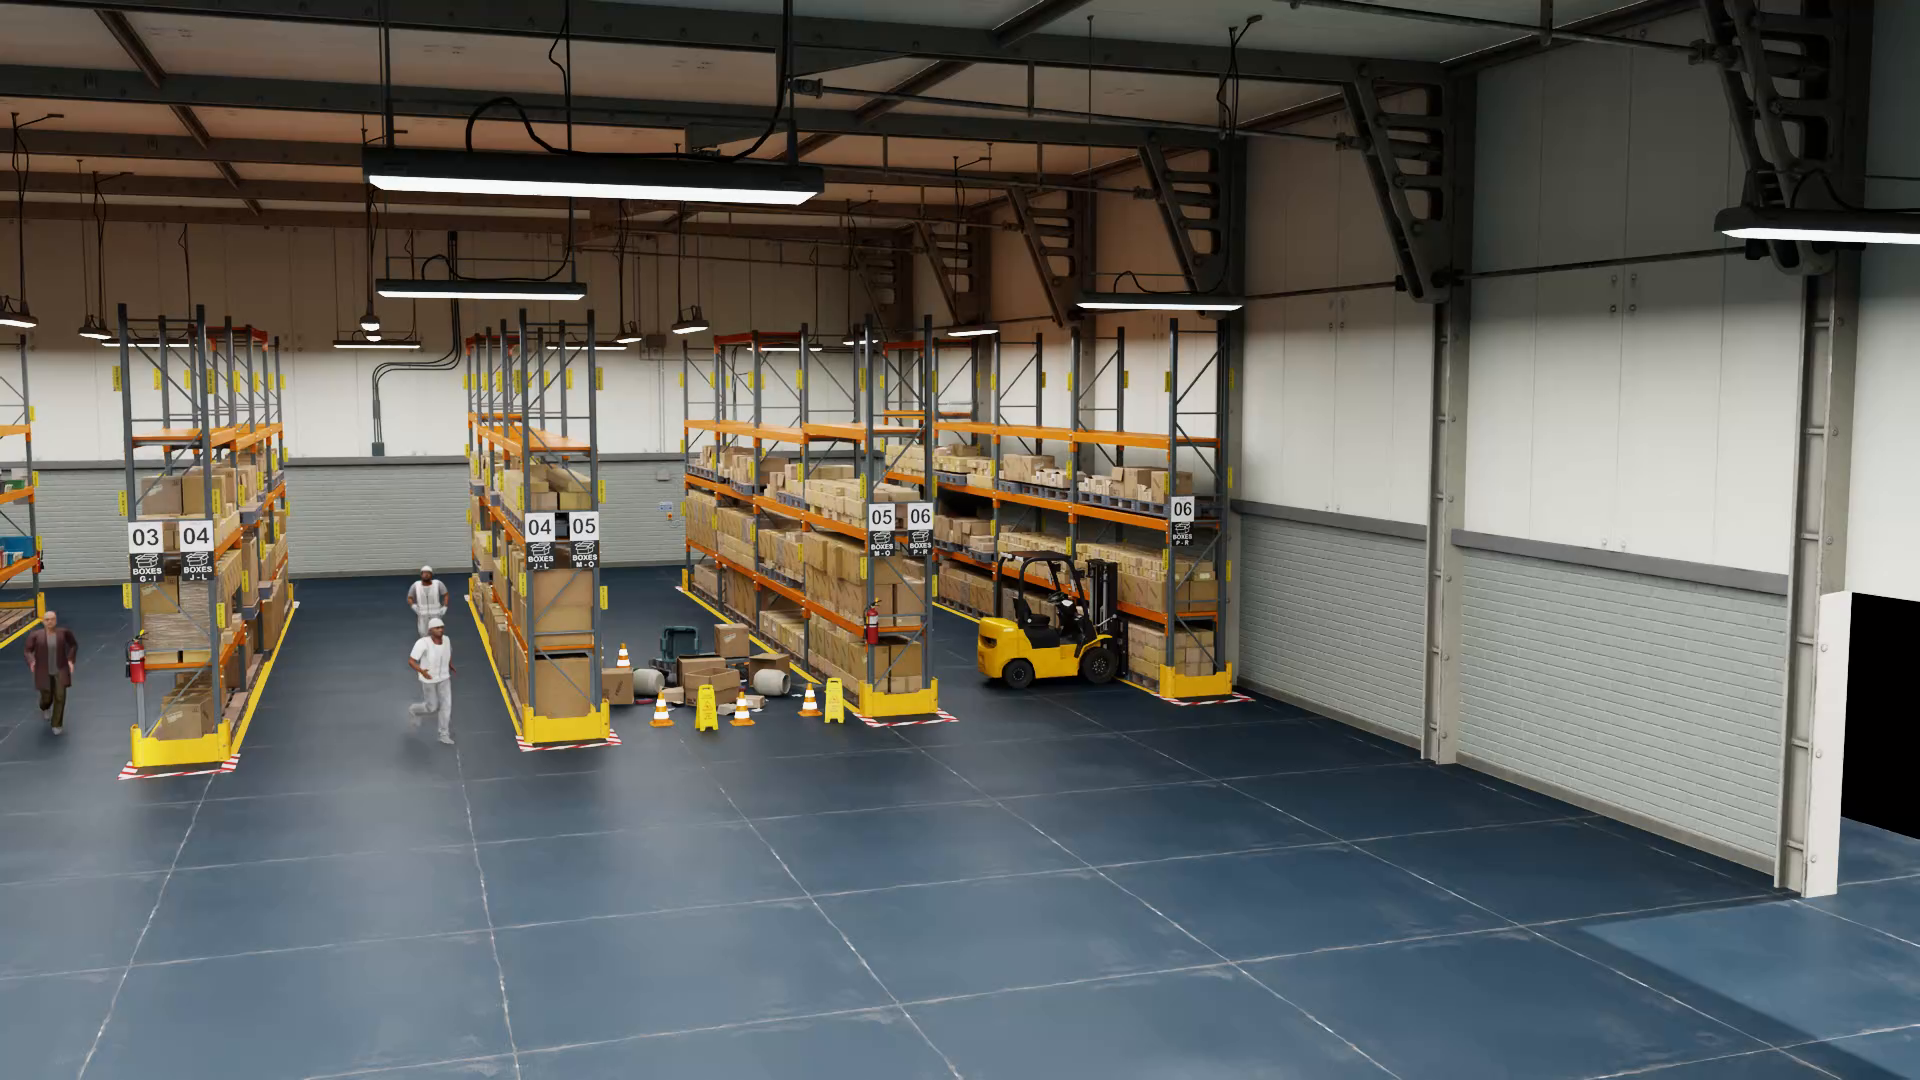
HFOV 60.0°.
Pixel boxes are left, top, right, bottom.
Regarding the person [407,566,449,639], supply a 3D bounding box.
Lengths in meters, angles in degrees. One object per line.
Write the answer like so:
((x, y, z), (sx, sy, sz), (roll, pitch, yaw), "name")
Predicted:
((-9.517, 1.325, 29.773), (0.729, 1.738, 0.598), (-2, 6, -17), "person")

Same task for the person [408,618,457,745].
((-7.336, 1.947, 23.218), (0.964, 1.742, 0.704), (5, 7, 42), "person")

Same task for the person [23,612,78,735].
((-13.023, 1.880, 23.849), (0.702, 1.743, 0.846), (-4, 6, -33), "person")
